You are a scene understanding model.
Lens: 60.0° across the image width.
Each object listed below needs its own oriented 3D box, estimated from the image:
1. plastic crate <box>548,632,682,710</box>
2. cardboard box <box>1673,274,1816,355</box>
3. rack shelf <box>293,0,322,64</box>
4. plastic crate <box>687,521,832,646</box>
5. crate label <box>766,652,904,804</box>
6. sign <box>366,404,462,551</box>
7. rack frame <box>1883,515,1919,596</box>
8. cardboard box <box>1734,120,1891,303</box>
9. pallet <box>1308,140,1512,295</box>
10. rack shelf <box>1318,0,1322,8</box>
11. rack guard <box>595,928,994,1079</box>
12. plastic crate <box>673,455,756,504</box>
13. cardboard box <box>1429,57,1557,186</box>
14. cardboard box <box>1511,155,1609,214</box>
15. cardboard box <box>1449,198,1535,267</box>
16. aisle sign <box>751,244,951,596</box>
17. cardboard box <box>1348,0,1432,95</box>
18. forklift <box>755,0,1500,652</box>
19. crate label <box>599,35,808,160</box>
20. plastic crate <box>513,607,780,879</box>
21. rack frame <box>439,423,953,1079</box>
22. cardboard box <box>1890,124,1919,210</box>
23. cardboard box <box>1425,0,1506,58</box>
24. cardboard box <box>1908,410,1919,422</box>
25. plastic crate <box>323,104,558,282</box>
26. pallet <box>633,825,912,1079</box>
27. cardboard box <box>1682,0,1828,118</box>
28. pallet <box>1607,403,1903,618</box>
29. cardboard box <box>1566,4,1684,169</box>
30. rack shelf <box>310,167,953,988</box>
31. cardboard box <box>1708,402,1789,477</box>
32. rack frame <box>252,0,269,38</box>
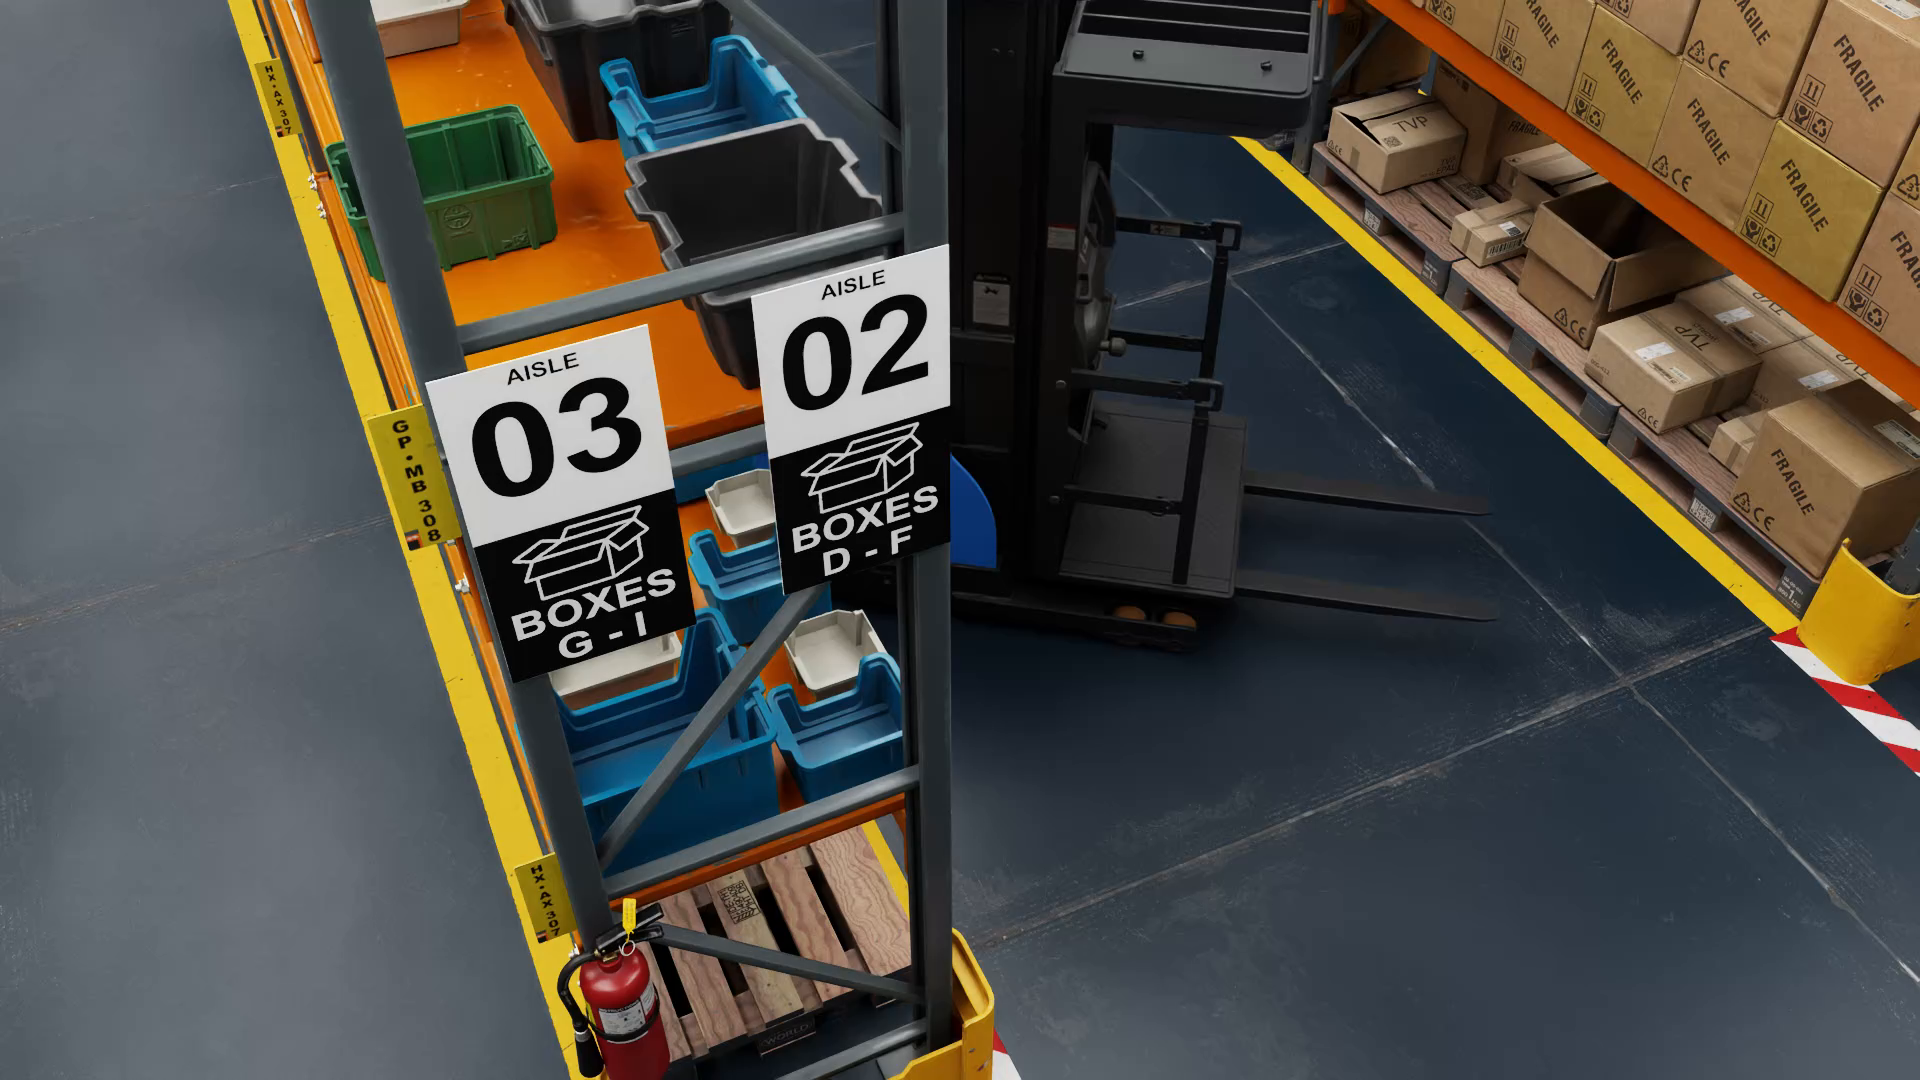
[{"bbox_3d":[-1.007,0.354,4.769,0.396,0.136,0.243,-18,47,-17],"label":"plastic crate"},{"bbox_3d":[3.604,-0.958,7.599,0.500,0.250,0.500,-18,47,-17],"label":"cardboard box"},{"bbox_3d":[-1.341,-2.264,3.803,1.077,0.370,4.000,-18,47,-17],"label":"rack shelf"},{"bbox_3d":[-0.582,0.112,4.946,0.416,0.233,0.300,-18,47,-17],"label":"plastic crate"},{"bbox_3d":[-0.305,0.531,4.521,0.416,0.233,0.303,-18,47,-17],"label":"crate label"},{"bbox_3d":[-0.992,-0.110,3.033,0.100,0.325,0.005,-18,47,-17],"label":"sign"},{"bbox_3d":[3.996,-0.713,5.705,1.000,3.000,0.127,-18,47,-17],"label":"rack frame"},{"bbox_3d":[3.340,-1.283,6.212,0.500,0.500,0.500,-18,47,-17],"label":"cardboard box"},{"bbox_3d":[2.602,-1.831,8.824,1.003,0.211,1.213,-18,47,-17],"label":"pallet"},{"bbox_3d":[1.473,-4.280,9.833,1.077,0.370,4.000,-18,47,-17],"label":"rack shelf"},{"bbox_3d":[-0.478,1.649,5.092,1.175,0.500,0.348,-18,47,-17],"label":"rack guard"},{"bbox_3d":[-0.858,-0.308,5.371,0.416,0.233,0.300,-18,47,-17],"label":"plastic crate"},{"bbox_3d":[2.811,-2.249,8.729,0.500,0.500,0.500,-18,47,-17],"label":"cardboard box"},{"bbox_3d":[3.127,-1.704,8.311,0.500,0.311,0.500,-18,47,-17],"label":"cardboard box"},{"bbox_3d":[2.667,-1.530,8.238,0.380,0.166,0.250,-18,47,-17],"label":"cardboard box"},{"bbox_3d":[-0.200,-0.219,3.355,0.394,0.787,0.004,-18,47,-17],"label":"aisle sign"},{"bbox_3d":[2.332,-2.909,9.398,0.500,0.500,0.500,-20,48,-19],"label":"cardboard box"},{"bbox_3d":[0.680,-1.003,6.048,3.031,2.935,1.130,7,45,8],"label":"forklift"},{"bbox_3d":[-0.594,-0.950,3.917,0.408,0.251,0.502,-18,47,-17],"label":"crate label"},{"bbox_3d":[-0.810,0.556,4.352,0.616,0.435,0.499,-18,47,-17],"label":"plastic crate"},{"bbox_3d":[-0.500,0.748,4.225,1.000,3.000,0.127,-18,47,-17],"label":"rack frame"},{"bbox_3d":[3.559,-1.307,5.524,0.500,0.500,0.500,-18,48,-18],"label":"cardboard box"},{"bbox_3d":[2.499,-2.567,7.513,0.500,0.500,0.500,-17,47,-17],"label":"cardboard box"},{"bbox_3d":[4.027,-0.388,7.081,0.380,0.166,0.250,-18,47,-17],"label":"cardboard box"},{"bbox_3d":[-1.173,-0.789,3.798,0.450,0.188,0.336,-18,47,-17],"label":"plastic crate"},{"bbox_3d":[-0.811,1.203,5.749,1.003,0.211,1.213,-18,47,-17],"label":"pallet"},{"bbox_3d":[3.124,-1.957,6.184,0.500,0.500,0.500,-17,47,-16],"label":"cardboard box"},{"bbox_3d":[3.628,-0.276,7.249,1.003,0.211,1.213,-18,47,-17],"label":"pallet"},{"bbox_3d":[2.923,-1.924,6.861,0.500,0.500,0.500,-19,48,-18],"label":"cardboard box"},{"bbox_3d":[-1.341,-0.271,5.770,1.077,0.370,4.000,-18,47,-17],"label":"rack shelf"},{"bbox_3d":[3.455,-0.419,7.112,0.380,0.166,0.250,-18,47,-17],"label":"cardboard box"},{"bbox_3d":[-3.863,-4.350,9.392,1.000,3.000,0.127,-18,47,-17],"label":"rack frame"}]
